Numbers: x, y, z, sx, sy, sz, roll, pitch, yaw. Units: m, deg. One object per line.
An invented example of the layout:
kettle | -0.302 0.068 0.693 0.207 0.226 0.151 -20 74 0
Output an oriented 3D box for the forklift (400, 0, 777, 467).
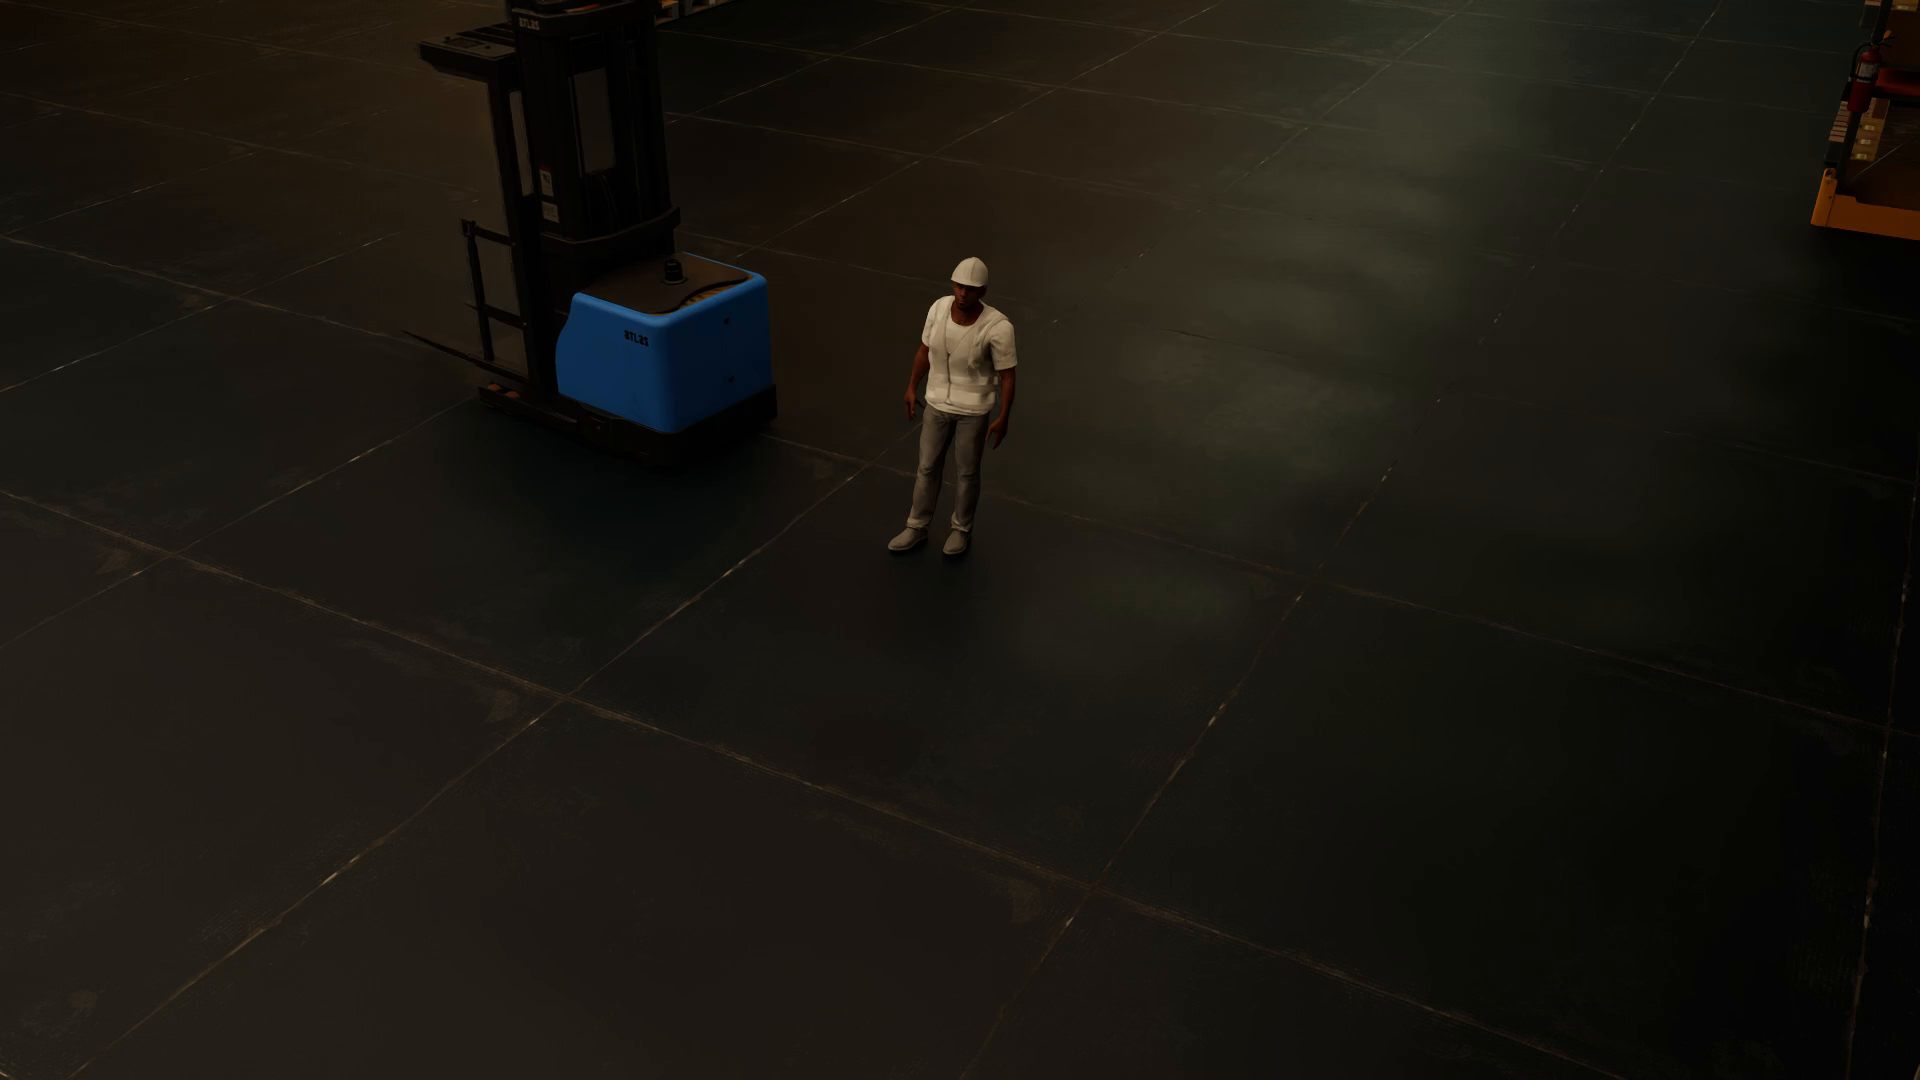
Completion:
forklift | -2.727 -2.319 11.089 3.031 2.935 1.130 21 36 31

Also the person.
person | -0.039 -0.743 9.508 0.665 1.765 0.577 15 33 25
